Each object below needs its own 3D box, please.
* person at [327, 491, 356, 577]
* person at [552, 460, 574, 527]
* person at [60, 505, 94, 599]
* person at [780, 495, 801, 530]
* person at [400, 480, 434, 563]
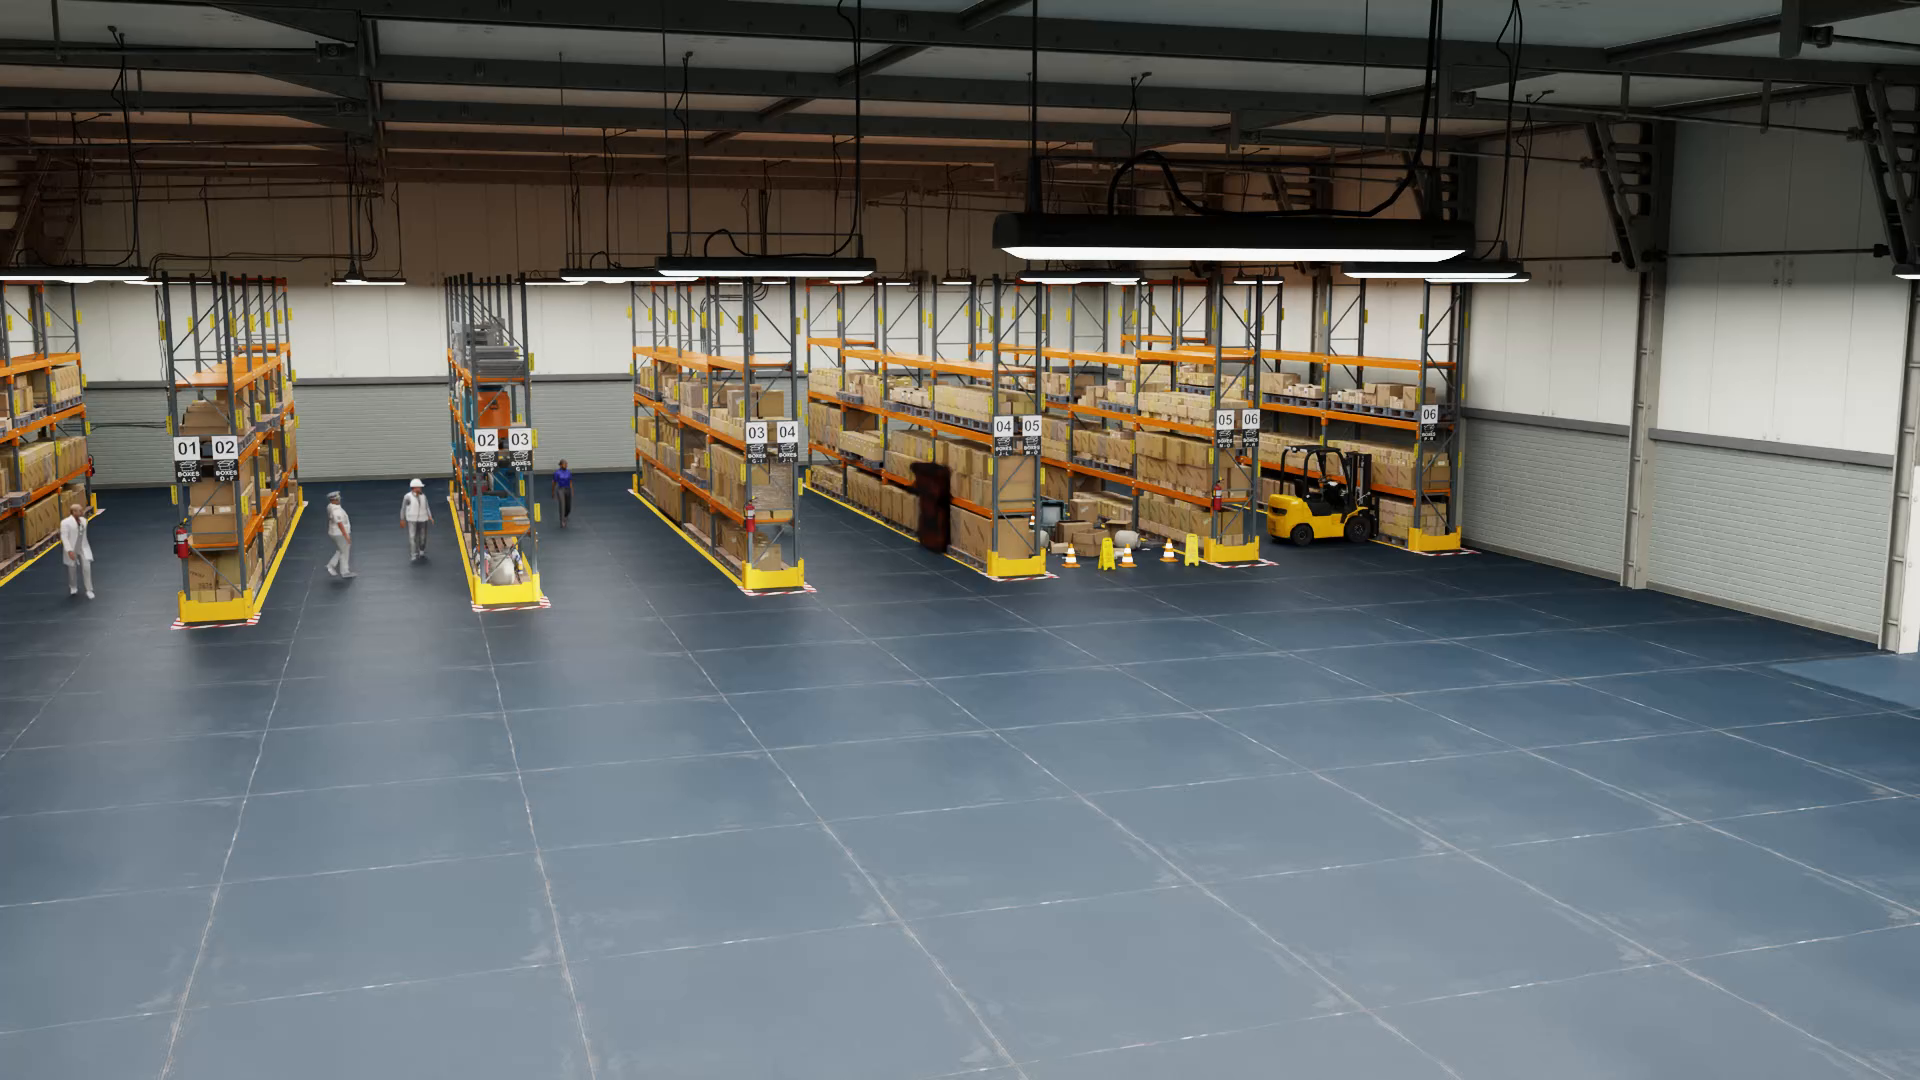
[{"bbox_3d":[-12.291,-0.114,33.049,0.517,1.742,0.568,-7,11,-38],"label":"person"},{"bbox_3d":[-9.648,-1.148,40.375,0.529,1.594,0.862,-4,9,-24],"label":"person"},{"bbox_3d":[-16.417,0.200,30.899,0.523,1.717,1.137,-6,11,-36],"label":"person"},{"bbox_3d":[-4.139,-1.024,39.074,0.738,1.679,1.026,-3,9,-16],"label":"person"},{"bbox_3d":[-11.463,-0.411,35.112,0.670,1.734,1.009,-3,9,-18],"label":"person"}]
